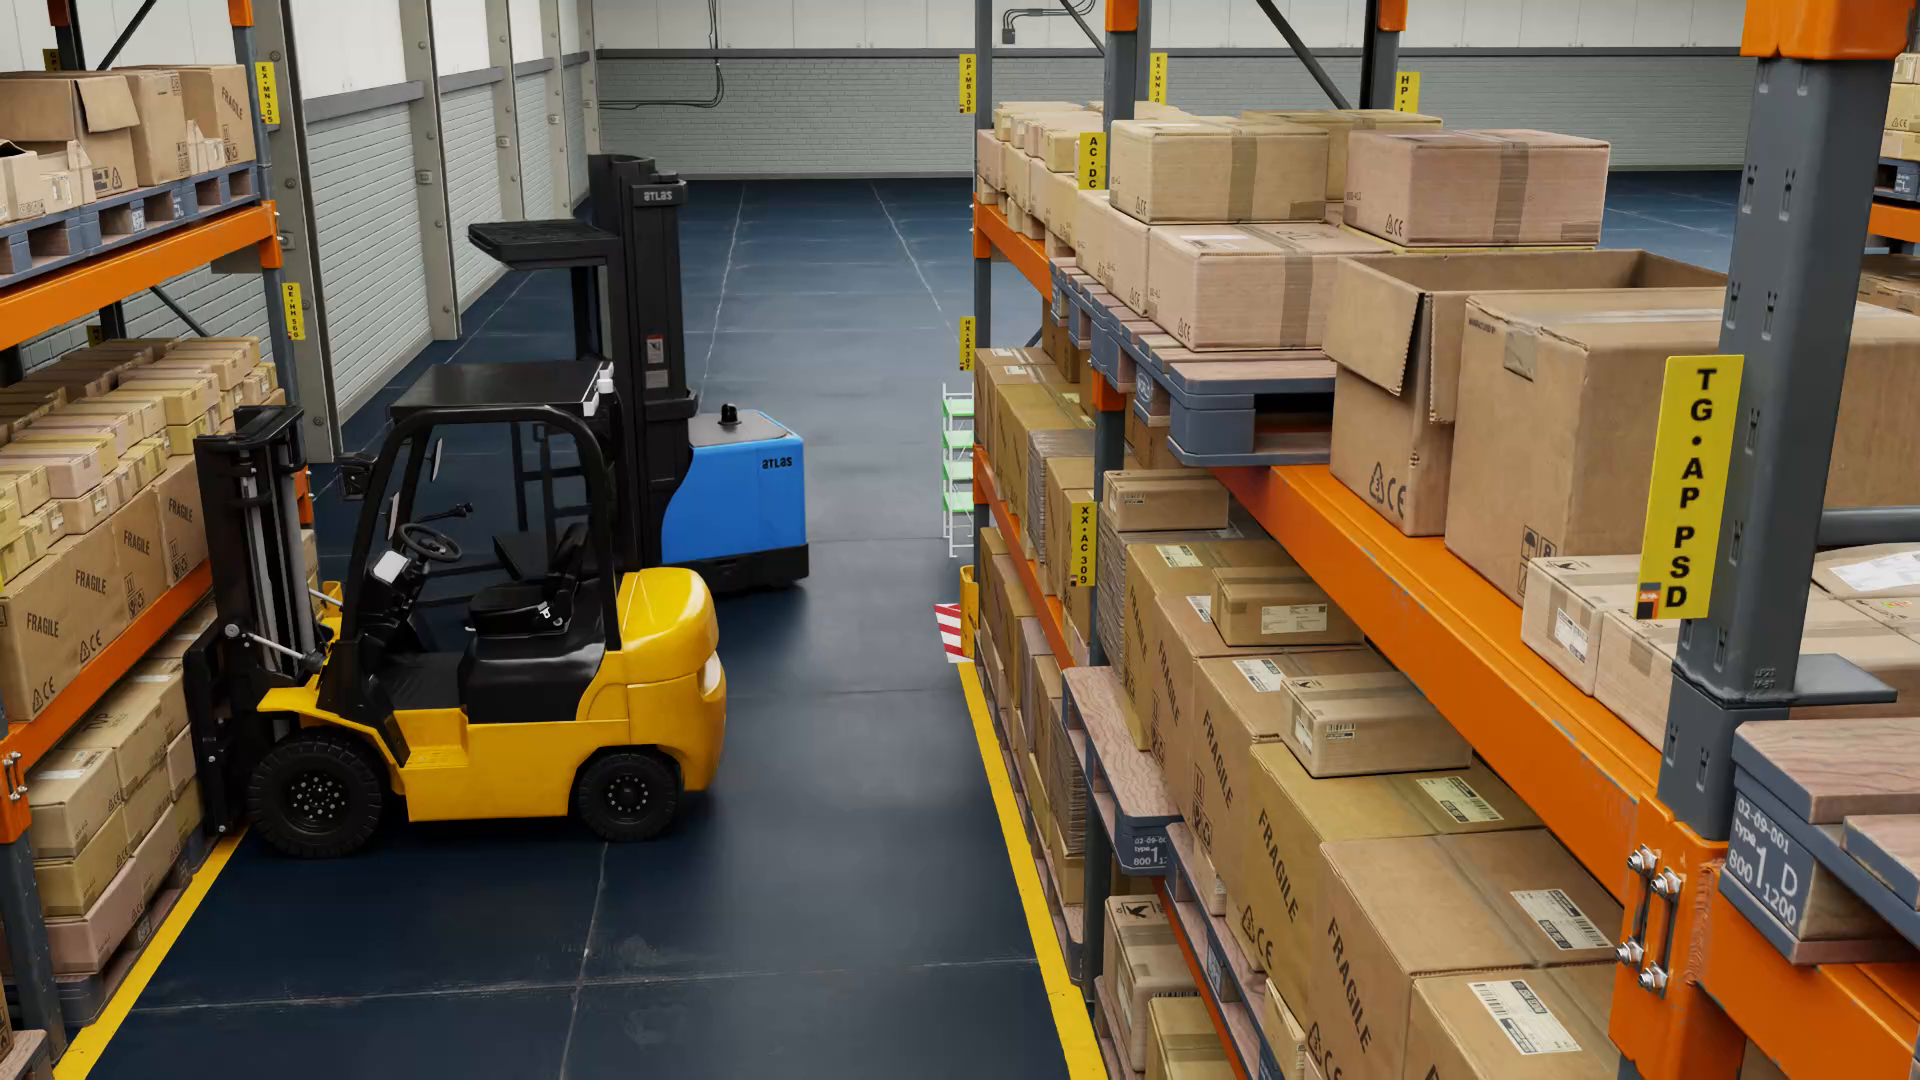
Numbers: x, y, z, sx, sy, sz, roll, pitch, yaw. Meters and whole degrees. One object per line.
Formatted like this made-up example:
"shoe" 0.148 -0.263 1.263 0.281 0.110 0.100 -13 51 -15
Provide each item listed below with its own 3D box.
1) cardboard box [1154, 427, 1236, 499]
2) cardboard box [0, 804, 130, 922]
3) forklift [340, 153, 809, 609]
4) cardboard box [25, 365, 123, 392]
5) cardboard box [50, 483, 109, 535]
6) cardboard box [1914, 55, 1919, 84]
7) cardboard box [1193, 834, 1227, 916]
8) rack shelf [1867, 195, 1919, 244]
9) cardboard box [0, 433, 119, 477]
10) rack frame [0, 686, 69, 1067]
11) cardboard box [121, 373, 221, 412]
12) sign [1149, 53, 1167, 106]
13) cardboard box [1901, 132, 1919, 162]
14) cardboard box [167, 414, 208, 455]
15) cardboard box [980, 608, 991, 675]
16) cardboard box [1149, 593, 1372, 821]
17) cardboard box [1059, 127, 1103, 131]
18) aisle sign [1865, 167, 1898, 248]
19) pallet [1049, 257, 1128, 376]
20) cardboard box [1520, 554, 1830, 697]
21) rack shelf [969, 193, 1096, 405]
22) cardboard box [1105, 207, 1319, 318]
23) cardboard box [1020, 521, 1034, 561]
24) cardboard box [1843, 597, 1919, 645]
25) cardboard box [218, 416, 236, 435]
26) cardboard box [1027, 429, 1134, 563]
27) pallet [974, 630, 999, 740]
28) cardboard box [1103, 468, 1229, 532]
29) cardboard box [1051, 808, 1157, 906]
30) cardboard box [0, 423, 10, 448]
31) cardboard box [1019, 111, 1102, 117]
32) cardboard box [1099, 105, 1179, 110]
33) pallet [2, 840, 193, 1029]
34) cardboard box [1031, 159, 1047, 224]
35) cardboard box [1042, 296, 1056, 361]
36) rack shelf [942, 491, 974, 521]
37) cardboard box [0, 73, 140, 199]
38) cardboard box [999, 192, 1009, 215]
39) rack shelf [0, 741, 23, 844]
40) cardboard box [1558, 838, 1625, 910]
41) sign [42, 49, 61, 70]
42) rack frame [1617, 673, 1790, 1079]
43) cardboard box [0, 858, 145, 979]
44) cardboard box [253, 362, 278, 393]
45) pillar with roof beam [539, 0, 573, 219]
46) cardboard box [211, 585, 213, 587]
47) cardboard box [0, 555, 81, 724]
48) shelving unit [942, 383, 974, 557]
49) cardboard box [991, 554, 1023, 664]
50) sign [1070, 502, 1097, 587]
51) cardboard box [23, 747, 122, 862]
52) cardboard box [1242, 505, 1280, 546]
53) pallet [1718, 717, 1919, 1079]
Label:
"cardboard box" 1.171 -0.394 6.591 0.700 0.500 0.500 -2 18 -6
"cardboard box" -3.679 1.284 6.633 0.500 0.250 0.500 -2 18 -6
"forklift" -2.616 -1.020 11.032 3.031 2.935 1.130 -8 19 -24
"cardboard box" -4.481 -0.788 8.432 0.380 0.149 0.250 -2 18 -5
"cardboard box" -3.742 -0.125 6.818 0.380 0.149 0.250 -1 17 -4
"cardboard box" 5.323 -2.492 8.819 0.380 0.149 0.250 -2 18 -7
"cardboard box" 0.850 0.894 4.541 0.380 0.149 0.250 -1 17 -4
"rack shelf" 5.707 -1.456 8.501 1.077 0.370 4.000 -2 18 -6
"cardboard box" -3.804 -0.345 7.023 0.380 0.149 0.250 -2 18 -7
"rack frame" -3.936 0.565 5.870 1.000 3.000 0.127 -2 18 -6
"cardboard box" -3.903 -0.725 8.233 0.380 0.149 0.250 -1 17 -4
"sign" 1.142 -2.646 9.611 0.100 0.325 0.005 -2 18 -6
"cardboard box" 5.322 -2.111 8.936 0.380 0.149 0.250 -2 18 -5
"cardboard box" -3.878 -0.508 8.037 0.380 0.149 0.250 -2 18 -5
"cardboard box" 0.396 0.579 9.714 0.500 0.250 0.500 -2 18 -6
"cardboard box" 0.853 0.466 4.820 0.500 0.500 0.500 -2 18 -6
"cardboard box" 0.628 -1.679 7.097 0.380 0.149 0.250 -2 18 -7
"aisle sign" 5.792 -2.235 10.448 0.394 0.787 0.004 -2 18 -6
"pallet" 0.958 -0.744 5.344 1.213 0.211 1.003 -2 18 -6
"cardboard box" 1.138 0.130 2.668 0.380 0.149 0.250 -2 18 -6
"rack shelf" 0.794 -1.273 7.918 1.077 0.370 4.000 -2 18 -6
"cardboard box" 0.715 -0.812 4.797 0.500 0.250 0.500 -2 18 -6
"cardboard box" 0.497 -0.011 8.125 0.380 0.149 0.250 -2 18 -5
"cardboard box" 1.550 0.192 2.470 0.380 0.149 0.250 -2 18 -6
"cardboard box" -3.993 -0.381 8.716 0.500 0.500 0.500 -1 17 -4
"cardboard box" 0.589 -0.211 7.679 0.500 0.500 0.500 -1 17 -4
"pallet" 0.644 0.815 9.729 1.003 0.211 1.213 -2 18 -6
"cardboard box" 0.697 -0.138 5.661 0.380 0.149 0.250 -2 18 -6
"cardboard box" 0.672 1.354 7.245 0.500 0.250 0.500 -1 17 -3
"cardboard box" -4.370 -0.402 7.205 0.380 0.149 0.250 -2 18 -6
"cardboard box" 0.501 -2.062 8.317 0.380 0.149 0.250 -2 18 -6
"cardboard box" 0.949 -2.228 8.846 0.380 0.149 0.250 -2 18 -6
"pallet" -3.977 1.657 7.046 1.003 0.211 1.213 -2 18 -6
"cardboard box" 0.596 -1.517 7.248 0.500 0.250 0.500 -2 18 -7
"cardboard box" 0.858 -1.302 9.485 0.700 0.500 0.500 -2 18 -7
"rack shelf" 0.017 -0.233 12.431 0.258 0.148 0.480 -2 18 -6
"cardboard box" -4.032 -1.747 7.186 0.797 0.503 0.637 -1 17 -4
"cardboard box" 0.409 -1.828 8.904 0.380 0.149 0.250 -1 17 -4
"rack shelf" -3.730 1.504 4.080 1.077 0.370 4.000 -2 18 -6
"cardboard box" 1.536 0.916 3.387 0.500 0.500 0.500 -1 17 -3
"sign" -4.902 -2.497 9.025 0.100 0.325 0.005 -2 18 -6
"rack frame" 1.413 1.602 2.566 1.000 3.000 0.127 -2 18 -6
"cardboard box" -3.657 1.522 6.710 0.500 0.250 0.500 -2 18 -5
"cardboard box" -4.034 -0.889 9.252 0.380 0.149 0.250 -2 17 -5
"pillar with roof beam" -3.367 -10.537 31.217 9.100 9.000 0.400 -2 18 -6
"cardboard box" -3.933 0.287 8.975 0.500 0.250 0.500 -1 17 -5
"cardboard box" -3.722 0.377 6.302 0.500 0.500 0.500 -2 18 -7
"shelving unit" 0.017 -0.523 12.340 0.258 1.200 0.503 -2 18 -6
"cardboard box" 0.457 0.384 9.083 0.500 0.500 0.500 -2 18 -8
"sign" 0.462 0.017 6.171 0.100 0.325 0.005 -2 18 -6
"cardboard box" -3.674 1.046 6.559 0.500 0.250 0.500 -2 18 -6
"cardboard box" 1.276 0.151 5.824 0.500 0.500 0.500 -2 18 -7
"pallet" 1.532 0.451 1.539 1.213 0.211 1.003 -1 17 -3
